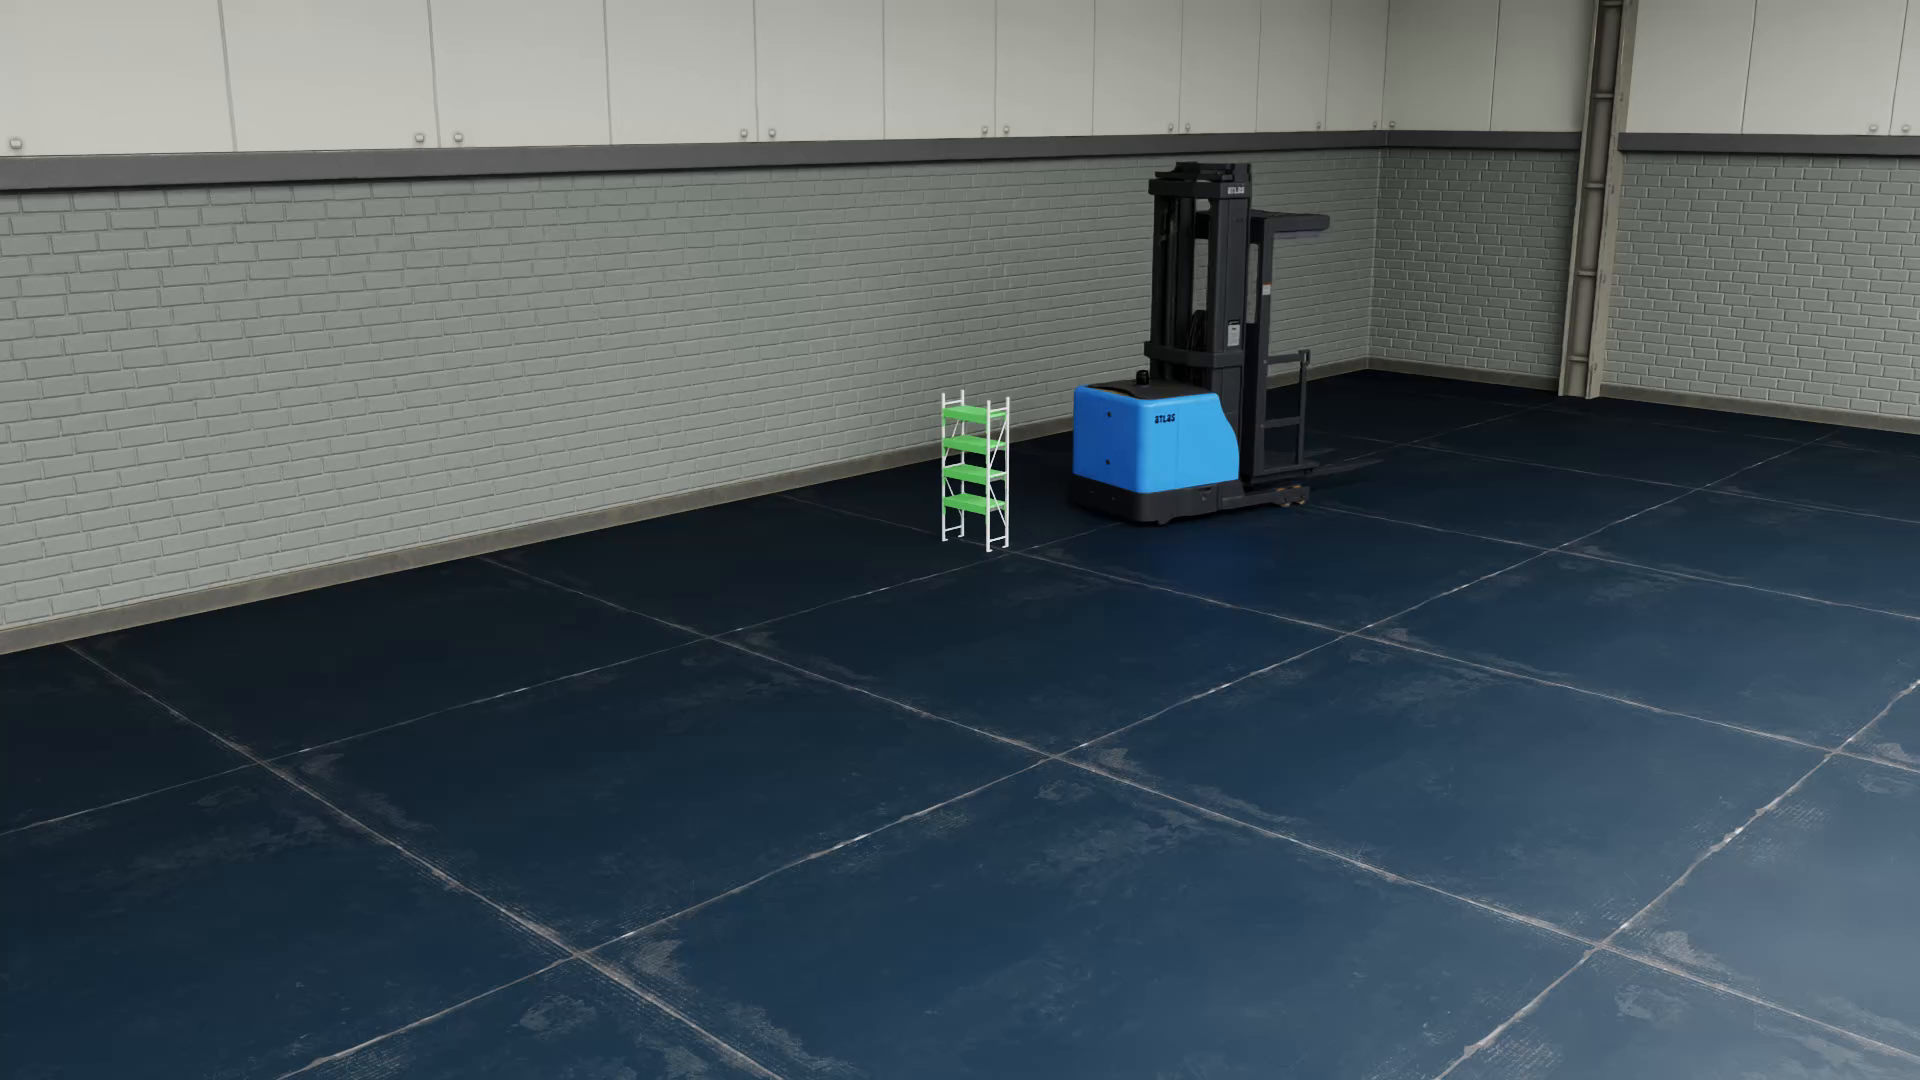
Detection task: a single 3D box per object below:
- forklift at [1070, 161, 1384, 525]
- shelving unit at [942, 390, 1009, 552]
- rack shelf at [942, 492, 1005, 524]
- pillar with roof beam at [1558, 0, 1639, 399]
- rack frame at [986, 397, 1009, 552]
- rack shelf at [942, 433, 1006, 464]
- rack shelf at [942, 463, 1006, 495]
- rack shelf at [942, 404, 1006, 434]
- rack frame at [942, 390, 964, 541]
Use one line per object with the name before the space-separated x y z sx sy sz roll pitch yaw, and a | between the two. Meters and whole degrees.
forklift | 2.476 -1.806 14.549 3.031 2.935 1.130 -9 17 -32
shelving unit | 0.119 -0.552 13.170 0.503 1.200 0.258 14 20 42
rack shelf | 0.119 -0.258 13.246 0.480 0.148 0.258 14 20 42
pillar with roof beam | 4.509 -5.322 16.012 0.400 9.000 9.100 14 20 42
rack frame | 0.295 -0.509 13.006 0.015 1.200 0.240 14 20 42
rack shelf | 0.119 -0.722 13.125 0.480 0.148 0.258 14 20 42
rack shelf | 0.119 -0.490 13.186 0.480 0.148 0.258 14 20 42
rack shelf | 0.119 -0.954 13.065 0.480 0.148 0.258 14 20 42
rack frame | -0.056 -0.594 13.334 0.015 1.200 0.240 14 20 42
